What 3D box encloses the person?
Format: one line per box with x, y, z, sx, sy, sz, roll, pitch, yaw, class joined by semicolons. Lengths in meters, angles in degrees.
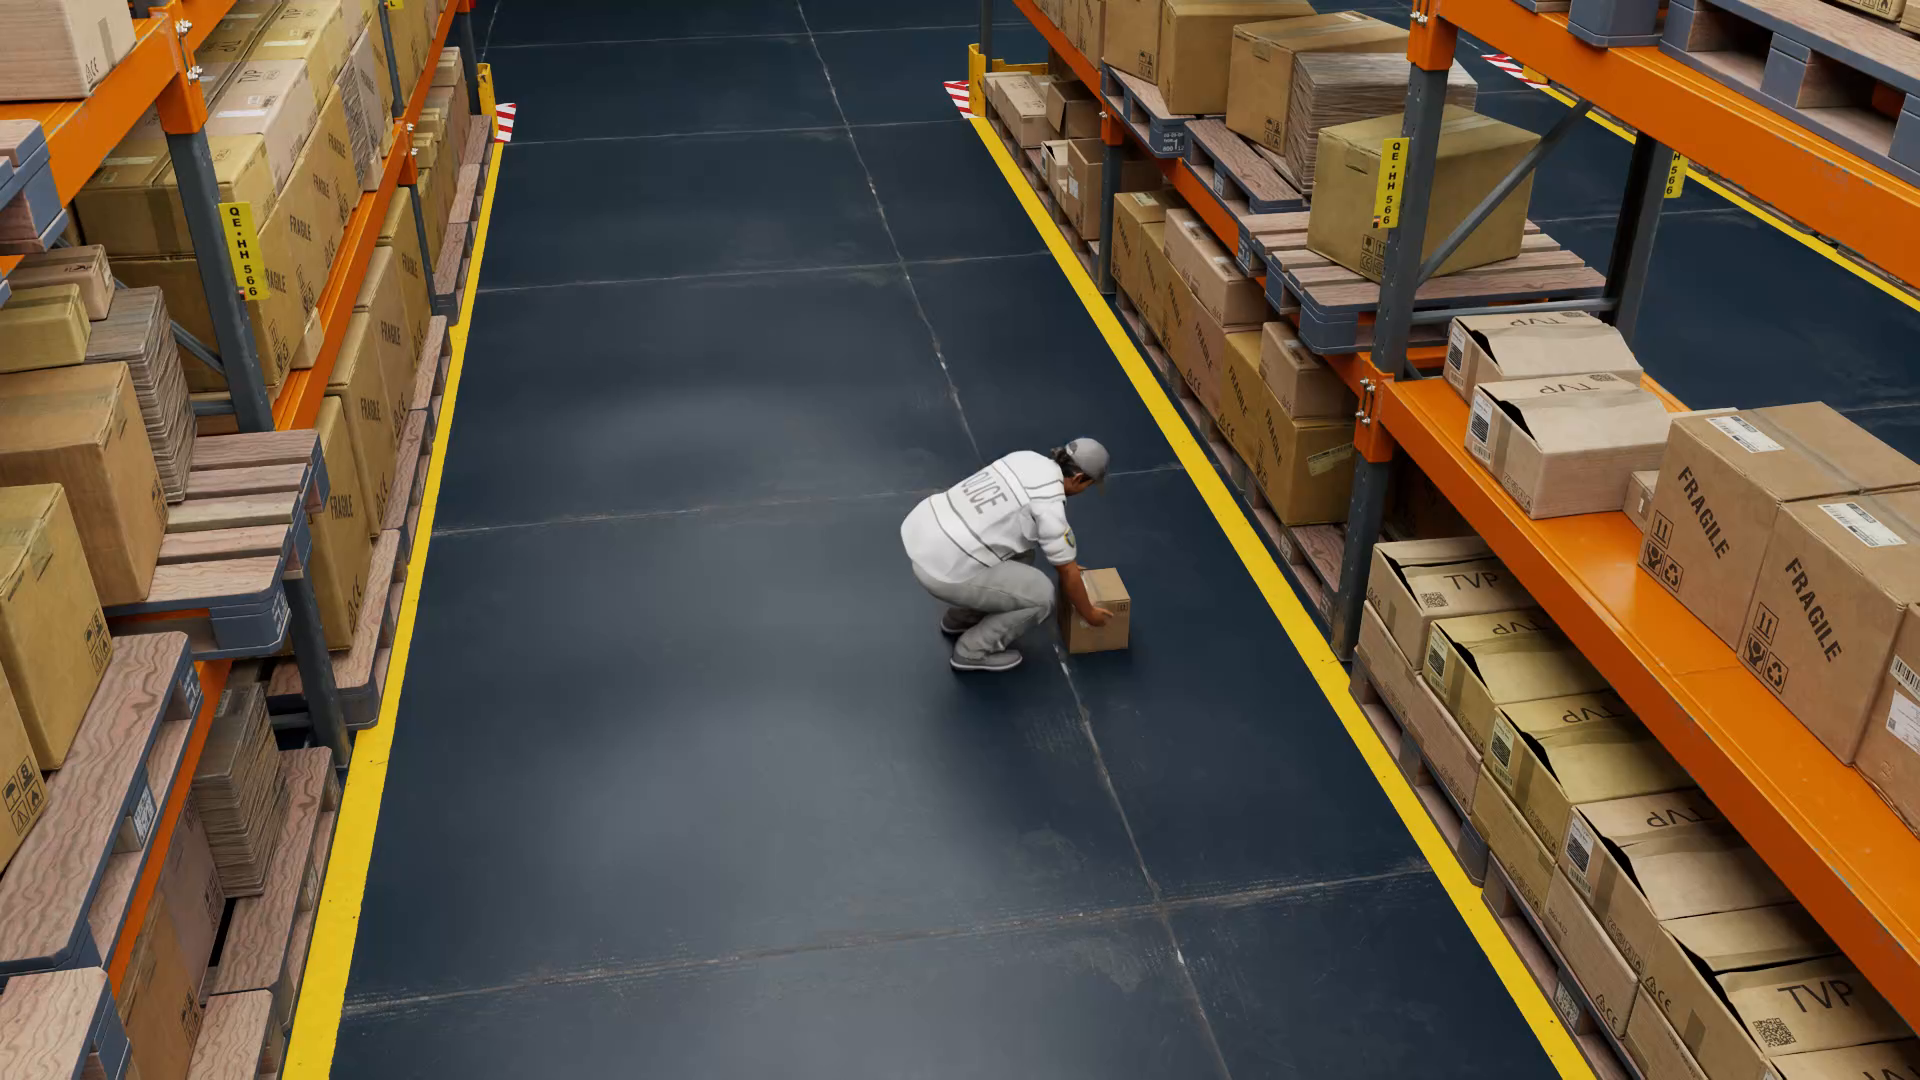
0.192;0.042;6.805;0.858;0.907;0.523;-5;31;-9;person
